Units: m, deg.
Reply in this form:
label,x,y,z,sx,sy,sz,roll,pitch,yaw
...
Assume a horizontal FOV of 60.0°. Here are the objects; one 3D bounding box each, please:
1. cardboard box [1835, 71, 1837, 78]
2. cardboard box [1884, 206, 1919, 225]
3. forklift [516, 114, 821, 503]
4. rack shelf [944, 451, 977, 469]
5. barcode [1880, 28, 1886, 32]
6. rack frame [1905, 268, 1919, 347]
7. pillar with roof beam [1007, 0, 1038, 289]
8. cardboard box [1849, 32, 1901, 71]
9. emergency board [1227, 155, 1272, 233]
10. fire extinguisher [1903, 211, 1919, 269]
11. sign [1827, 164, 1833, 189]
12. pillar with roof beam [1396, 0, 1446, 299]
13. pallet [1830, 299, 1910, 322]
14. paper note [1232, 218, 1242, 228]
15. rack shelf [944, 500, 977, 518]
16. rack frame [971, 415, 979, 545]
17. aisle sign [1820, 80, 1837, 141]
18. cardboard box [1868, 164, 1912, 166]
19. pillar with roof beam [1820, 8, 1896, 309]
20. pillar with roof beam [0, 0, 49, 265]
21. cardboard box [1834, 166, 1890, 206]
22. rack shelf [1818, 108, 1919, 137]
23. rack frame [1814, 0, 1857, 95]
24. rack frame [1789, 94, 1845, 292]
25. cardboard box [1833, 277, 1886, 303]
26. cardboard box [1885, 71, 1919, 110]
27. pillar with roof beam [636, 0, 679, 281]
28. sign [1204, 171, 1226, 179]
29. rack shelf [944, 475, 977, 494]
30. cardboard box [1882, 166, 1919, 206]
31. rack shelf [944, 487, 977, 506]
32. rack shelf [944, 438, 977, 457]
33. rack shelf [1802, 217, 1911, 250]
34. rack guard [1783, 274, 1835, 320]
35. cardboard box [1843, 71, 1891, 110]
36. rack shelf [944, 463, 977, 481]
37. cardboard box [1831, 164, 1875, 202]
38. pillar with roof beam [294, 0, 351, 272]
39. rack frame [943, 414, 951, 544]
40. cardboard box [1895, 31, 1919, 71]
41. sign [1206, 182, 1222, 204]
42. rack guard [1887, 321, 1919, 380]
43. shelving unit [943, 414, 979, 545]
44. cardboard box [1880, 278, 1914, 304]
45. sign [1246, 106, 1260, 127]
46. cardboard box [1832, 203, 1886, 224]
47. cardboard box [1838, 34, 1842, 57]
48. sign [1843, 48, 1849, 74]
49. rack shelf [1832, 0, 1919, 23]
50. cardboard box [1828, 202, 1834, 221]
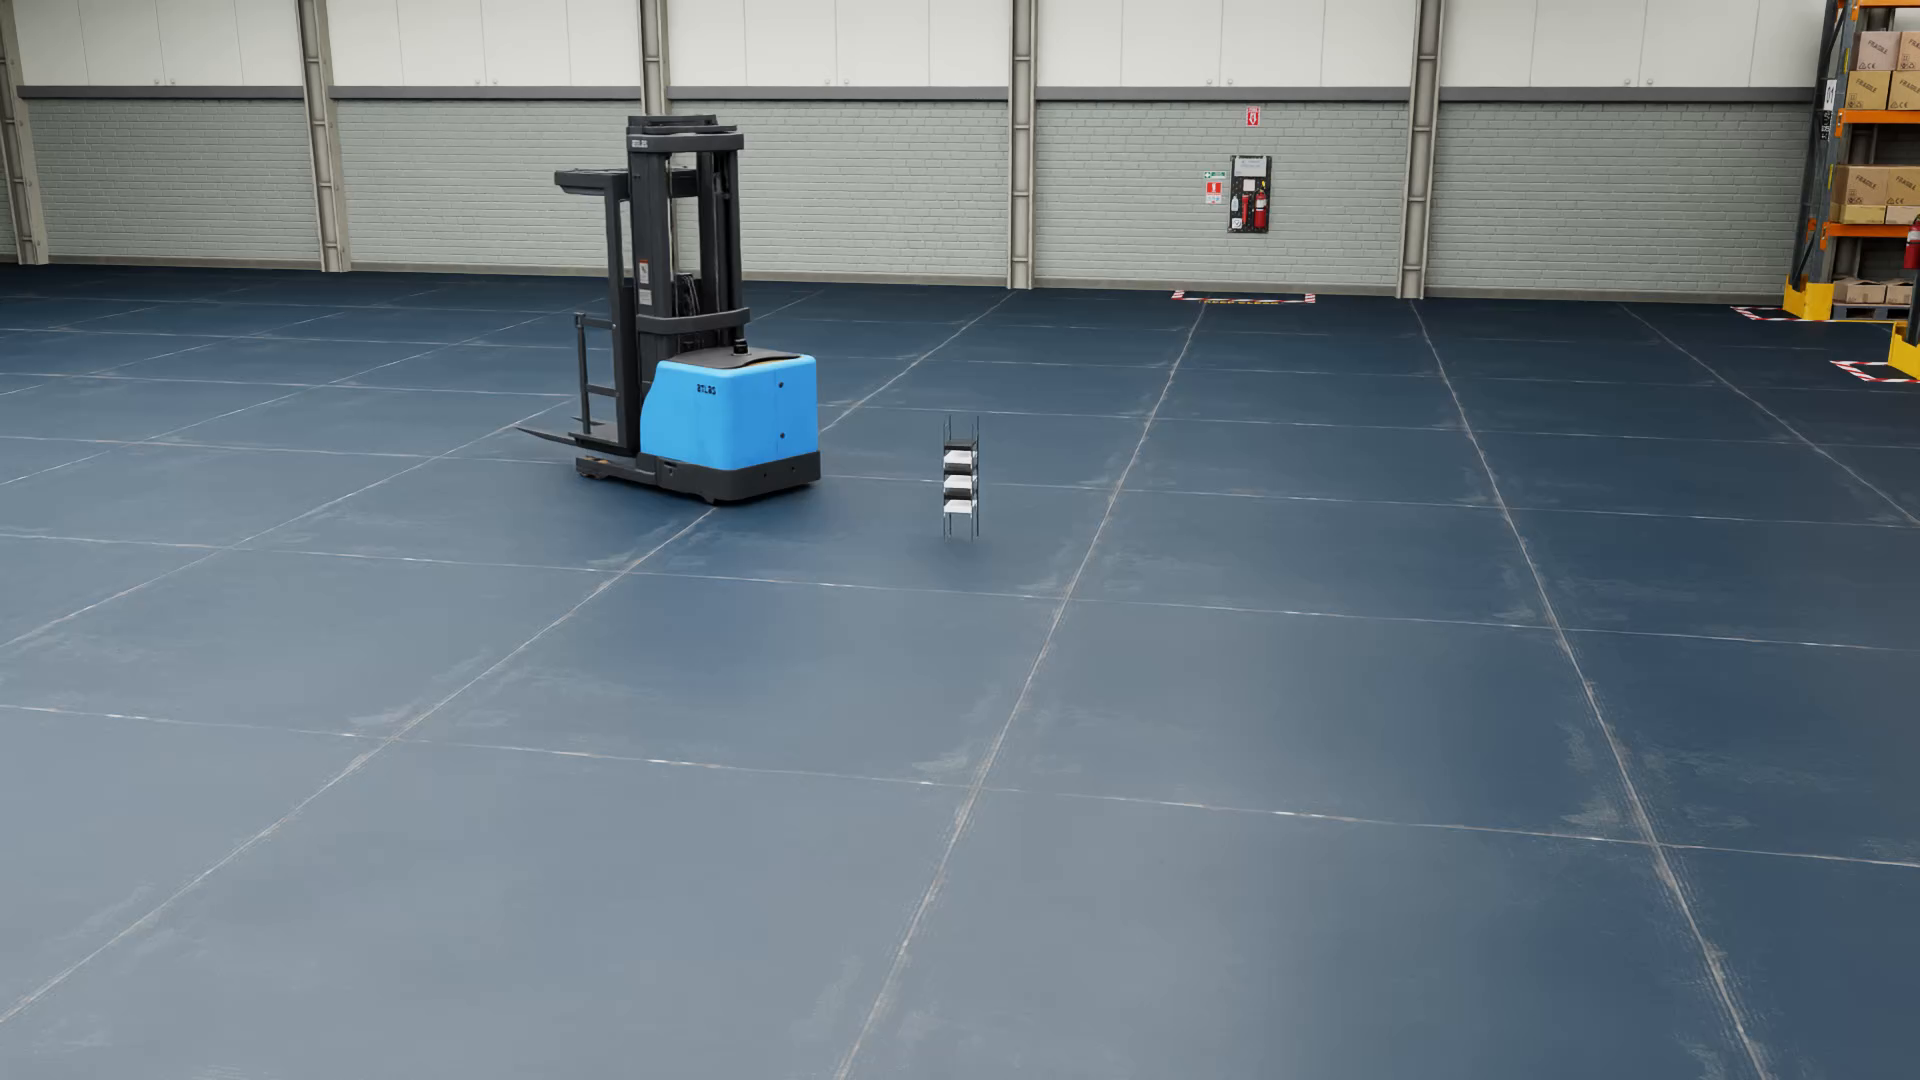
label,x,y,z,sx,sy,sz,roll,pitch,yaw
cardboard box,12.331,-6.183,22.850,0.500,0.500,0.500,4,16,15
cardboard box,12.798,-4.440,22.645,0.500,0.250,0.500,3,16,9
forklift,-2.579,-2.003,13.732,3.031,2.935,1.130,13,20,39
rack shelf,0.008,-0.575,11.831,0.200,0.077,0.258,3,16,11
barcode,12.667,-6.993,22.816,0.075,0.075,0.001,3,16,11
rack frame,10.888,-3.339,18.428,0.127,3.000,1.000,3,16,11
pillar with roof beam,0.113,-7.228,21.228,0.400,9.000,9.100,3,16,11
cardboard box,12.201,-6.537,22.254,0.500,0.500,0.500,2,16,7
emergency board,4.436,-5.285,25.452,0.643,1.169,0.194,3,16,11
fire extinguisher,10.865,-3.430,18.900,0.183,0.674,0.296,3,16,11
sign,11.764,-4.911,22.479,0.005,0.325,0.100,3,16,11
pillar with roof beam,5.992,-6.909,20.075,0.400,9.000,9.100,3,16,11
pallet,12.735,-3.235,23.275,1.213,0.211,1.003,3,16,11
paper note,4.276,-4.888,25.669,0.142,0.148,0.016,3,16,11
rack shelf,0.008,-0.228,11.927,0.200,0.077,0.258,3,16,11
rack frame,0.108,-0.428,11.851,0.006,0.900,0.240,3,16,11
aisle sign,11.741,-5.814,22.491,0.004,0.787,0.394,3,16,11
cardboard box,12.867,-4.935,23.029,0.500,0.500,0.500,3,16,12
pillar with roof beam,11.872,-6.589,18.923,0.400,9.000,9.100,3,16,11
pillar with roof beam,-17.526,-8.185,24.684,0.400,9.000,9.100,3,16,11
cardboard box,12.279,-4.830,22.649,0.500,0.500,0.500,3,16,11
rack shelf,13.831,-5.628,22.419,4.000,0.370,1.077,3,16,11
rack frame,11.872,-7.527,22.306,0.127,3.000,1.000,3,16,11
rack frame,11.872,-4.635,23.107,0.127,3.000,1.000,3,16,11
cardboard box,12.532,-3.491,23.189,0.500,0.311,0.500,1,16,5
cardboard box,12.669,-6.018,22.254,0.500,0.500,0.500,4,16,15
pillar with roof beam,-5.767,-7.547,22.380,0.400,9.000,9.100,3,16,11
sign,3.918,-5.611,25.571,0.331,0.109,0.001,3,16,11
rack shelf,0.008,-0.401,11.879,0.200,0.077,0.258,3,16,11
cardboard box,12.762,-4.801,22.545,0.500,0.500,0.500,3,16,11
rack shelf,0.008,-0.314,11.903,0.200,0.077,0.258,3,16,11
rack shelf,0.008,-0.661,11.807,0.200,0.077,0.258,3,16,11
rack shelf,13.831,-4.182,22.819,4.000,0.370,1.077,3,16,11
rack guard,11.946,-3.427,23.426,0.348,0.500,1.175,3,16,11
cardboard box,12.149,-6.056,22.390,0.500,0.500,0.500,4,16,13
rack shelf,0.008,-0.488,11.855,0.200,0.077,0.258,3,16,11
cardboard box,12.376,-4.965,23.135,0.500,0.500,0.500,3,16,10
pillar with roof beam,-11.647,-7.866,23.532,0.400,9.000,9.100,3,16,11
rack frame,-0.092,-0.439,11.890,0.006,0.900,0.240,3,16,11
cardboard box,12.682,-6.497,22.110,0.500,0.500,0.500,3,16,10
sign,3.915,-5.359,25.651,0.234,0.329,0.001,3,16,11
rack guard,10.864,-2.136,18.766,0.348,0.500,1.175,3,16,11
shelving unit,0.008,-0.433,11.870,0.210,0.900,0.258,3,16,11
cardboard box,13.090,-3.461,23.080,0.500,0.311,0.500,4,16,16
sign,4.448,-6.429,25.239,0.199,0.298,0.001,3,16,11
cardboard box,12.286,-4.464,22.731,0.500,0.250,0.500,3,16,9
cardboard box,12.346,-6.666,22.721,0.500,0.500,0.500,4,16,14
sign,11.764,-6.360,22.078,0.005,0.325,0.100,3,16,11
rack shelf,13.831,-7.072,22.019,4.000,0.370,1.077,3,16,11
cardboard box,12.368,-4.599,23.218,0.500,0.250,0.500,3,16,12
